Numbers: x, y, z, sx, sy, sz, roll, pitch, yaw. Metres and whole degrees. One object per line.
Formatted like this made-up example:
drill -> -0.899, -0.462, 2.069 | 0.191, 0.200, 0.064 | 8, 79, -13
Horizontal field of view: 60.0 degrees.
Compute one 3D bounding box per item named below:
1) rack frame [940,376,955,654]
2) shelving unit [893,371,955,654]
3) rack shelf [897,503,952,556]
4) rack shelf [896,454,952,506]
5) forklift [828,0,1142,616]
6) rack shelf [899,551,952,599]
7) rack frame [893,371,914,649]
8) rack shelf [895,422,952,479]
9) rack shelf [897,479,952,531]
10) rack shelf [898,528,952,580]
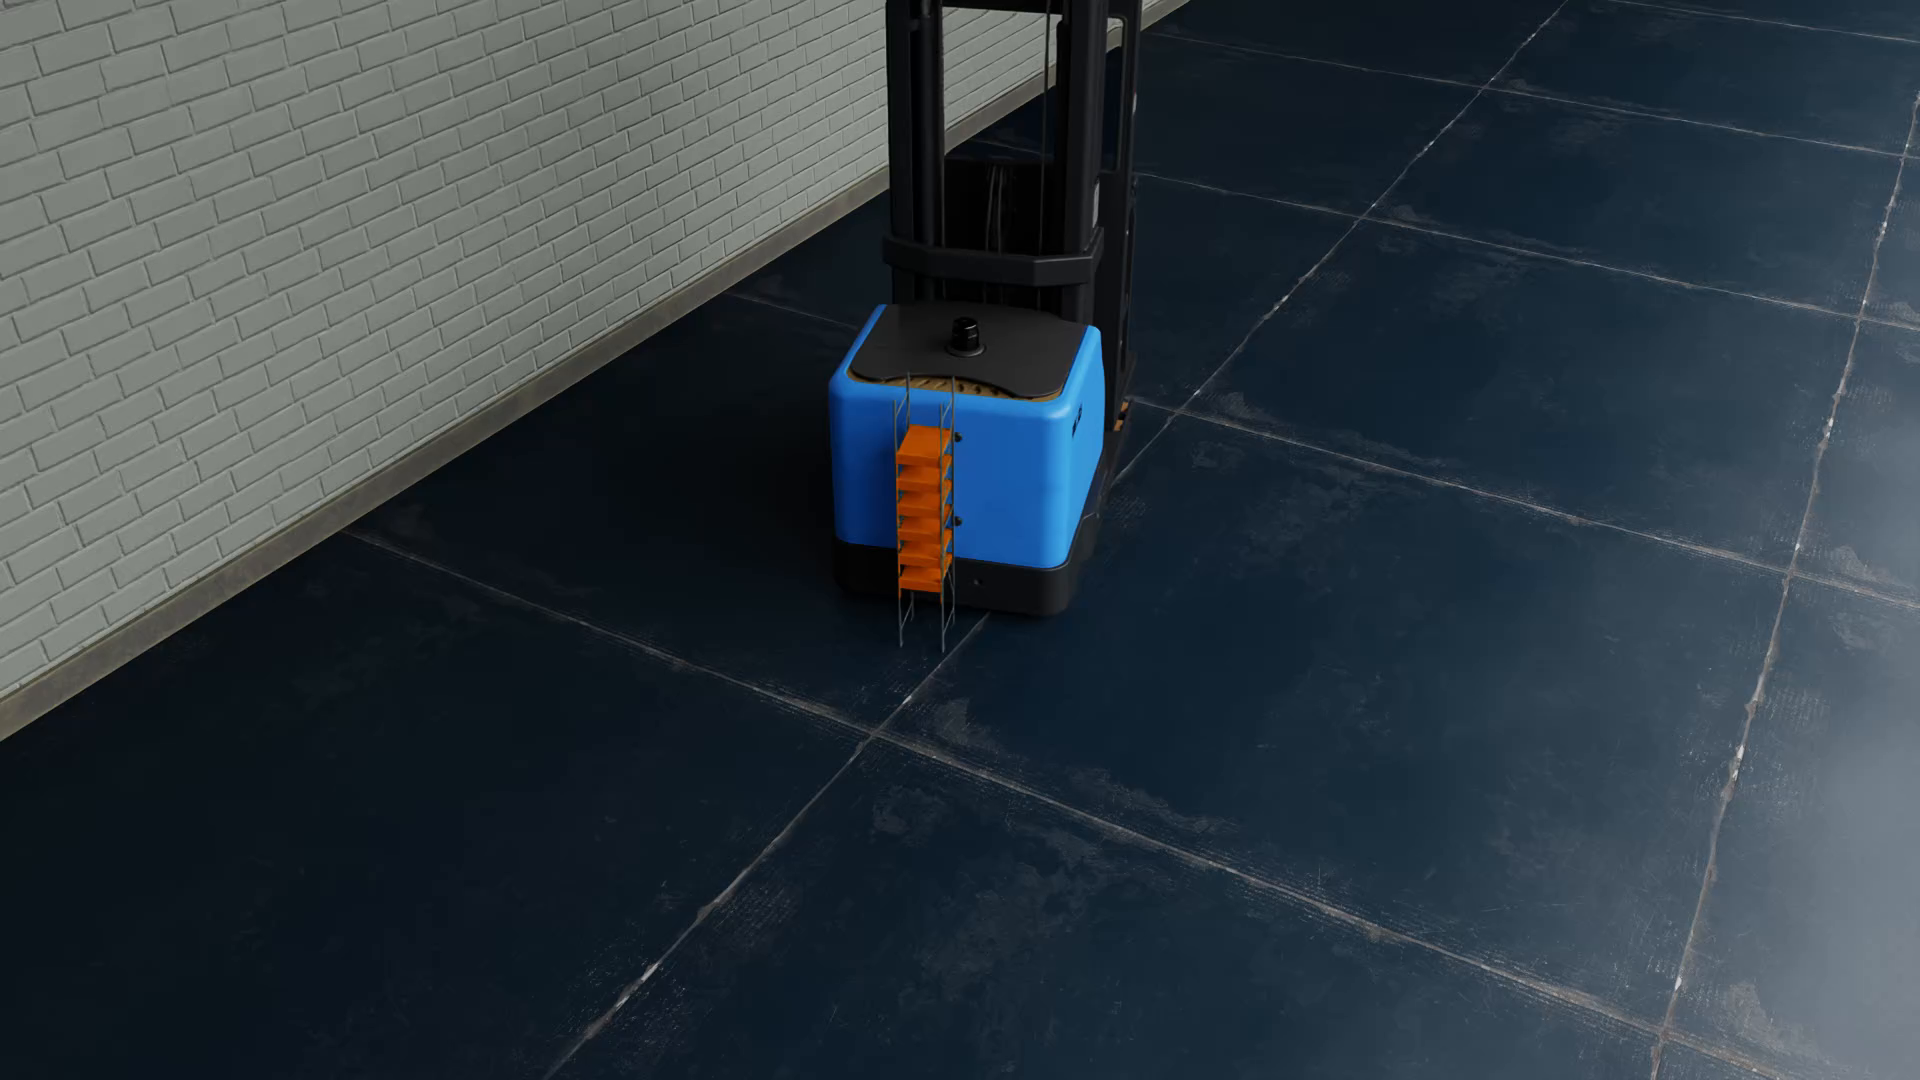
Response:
rack frame -> -0.050, -0.083, 6.791 | 0.006, 1.200, 0.240 | 7, 34, 10
shelving unit -> -0.140, -0.093, 6.807 | 0.189, 1.200, 0.258 | 7, 34, 10
rack shelf -> -0.140, -0.056, 6.832 | 0.180, 0.103, 0.258 | 7, 34, 10
rack shelf -> -0.140, -0.256, 6.699 | 0.180, 0.103, 0.258 | 7, 34, 10
forklift -> 0.278, -1.703, 7.664 | 1.130, 2.935, 3.031 | 7, 34, 11
rack shelf -> -0.140, 0.144, 6.965 | 0.180, 0.103, 0.258 | 7, 34, 10
rack frame -> -0.229, -0.103, 6.823 | 0.006, 1.200, 0.240 | 7, 34, 10
rack shelf -> -0.140, -0.356, 6.632 | 0.180, 0.103, 0.258 | 7, 34, 10
rack shelf -> -0.140, -0.156, 6.765 | 0.180, 0.103, 0.258 | 7, 34, 10
rack shelf -> -0.140, 0.044, 6.898 | 0.180, 0.103, 0.258 | 7, 34, 10
